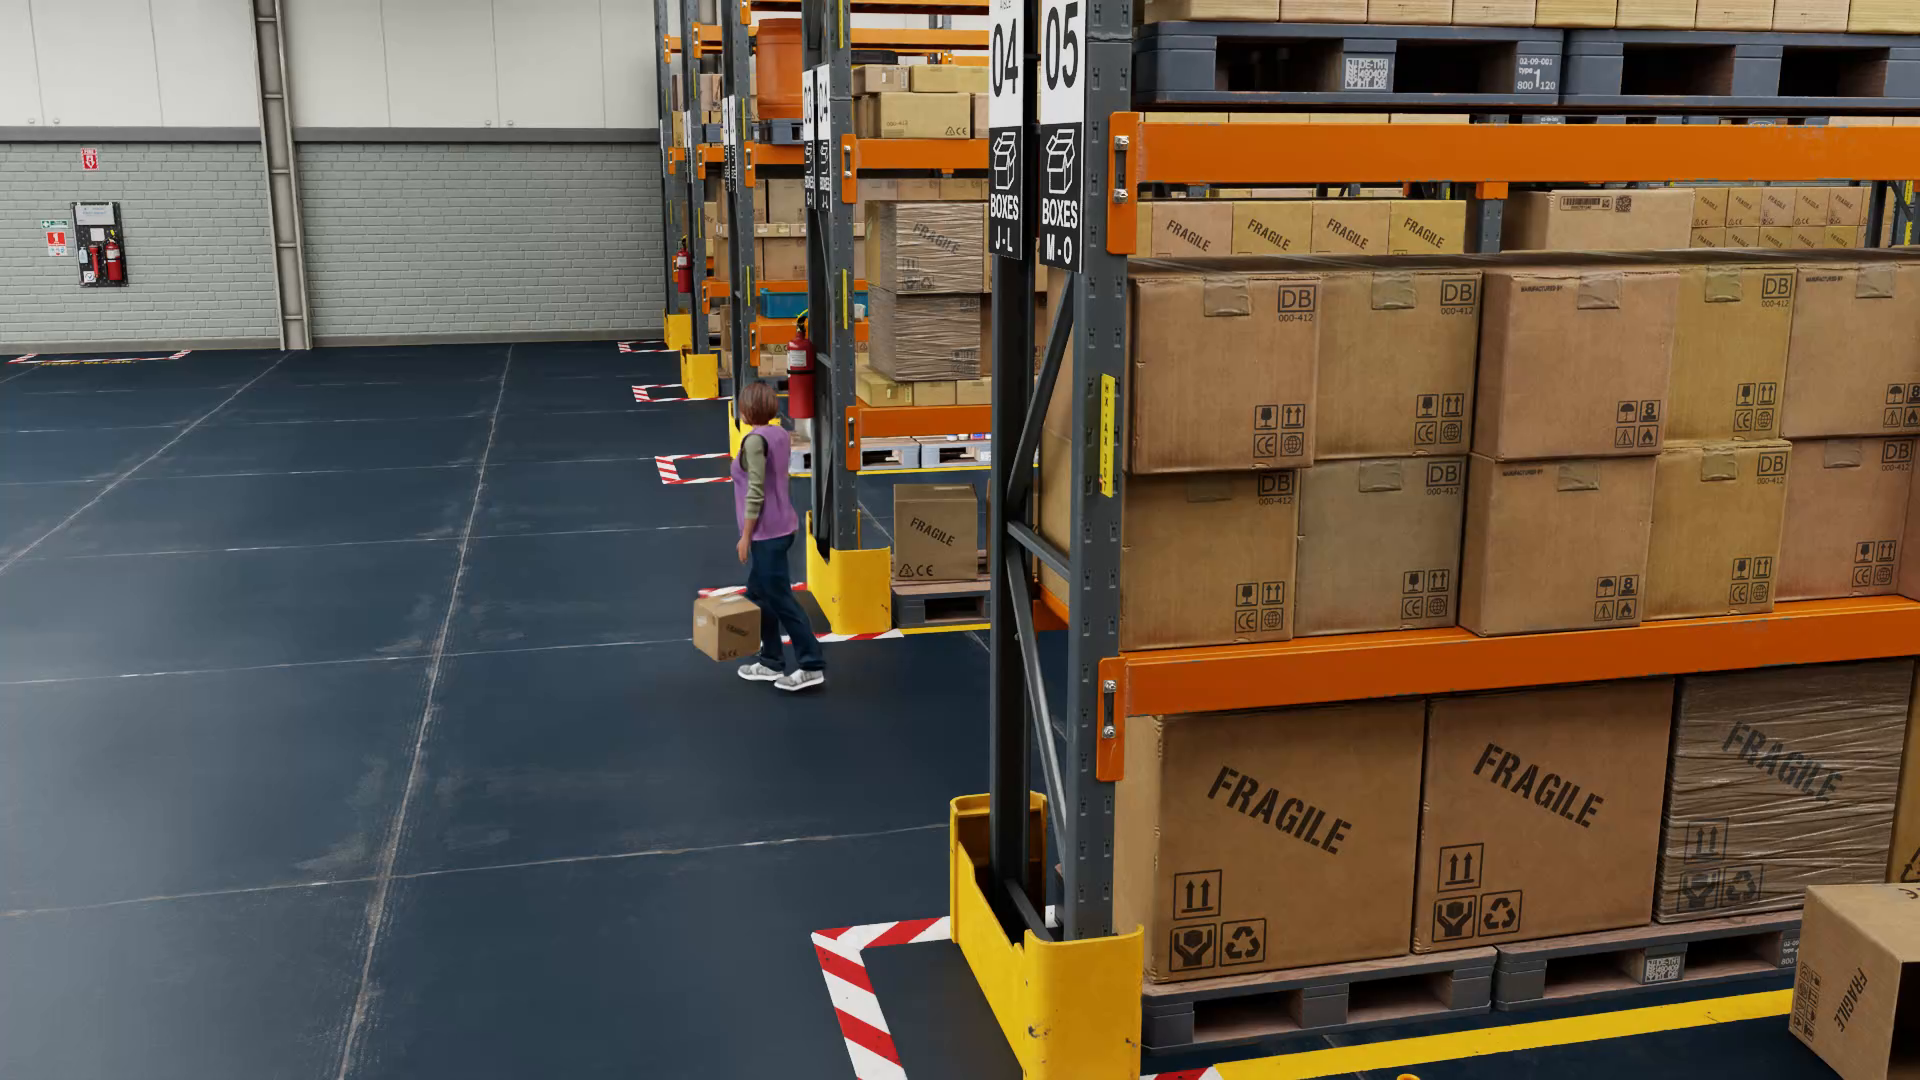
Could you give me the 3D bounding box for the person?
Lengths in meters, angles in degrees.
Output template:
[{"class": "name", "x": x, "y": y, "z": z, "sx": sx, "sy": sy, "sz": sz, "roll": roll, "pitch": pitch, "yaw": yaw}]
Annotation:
[{"class": "person", "x": -0.941, "y": -0.016, "z": 8.595, "sx": 0.521, "sy": 1.578, "sz": 0.442, "roll": 3, "pitch": 13, "yaw": 12}]
